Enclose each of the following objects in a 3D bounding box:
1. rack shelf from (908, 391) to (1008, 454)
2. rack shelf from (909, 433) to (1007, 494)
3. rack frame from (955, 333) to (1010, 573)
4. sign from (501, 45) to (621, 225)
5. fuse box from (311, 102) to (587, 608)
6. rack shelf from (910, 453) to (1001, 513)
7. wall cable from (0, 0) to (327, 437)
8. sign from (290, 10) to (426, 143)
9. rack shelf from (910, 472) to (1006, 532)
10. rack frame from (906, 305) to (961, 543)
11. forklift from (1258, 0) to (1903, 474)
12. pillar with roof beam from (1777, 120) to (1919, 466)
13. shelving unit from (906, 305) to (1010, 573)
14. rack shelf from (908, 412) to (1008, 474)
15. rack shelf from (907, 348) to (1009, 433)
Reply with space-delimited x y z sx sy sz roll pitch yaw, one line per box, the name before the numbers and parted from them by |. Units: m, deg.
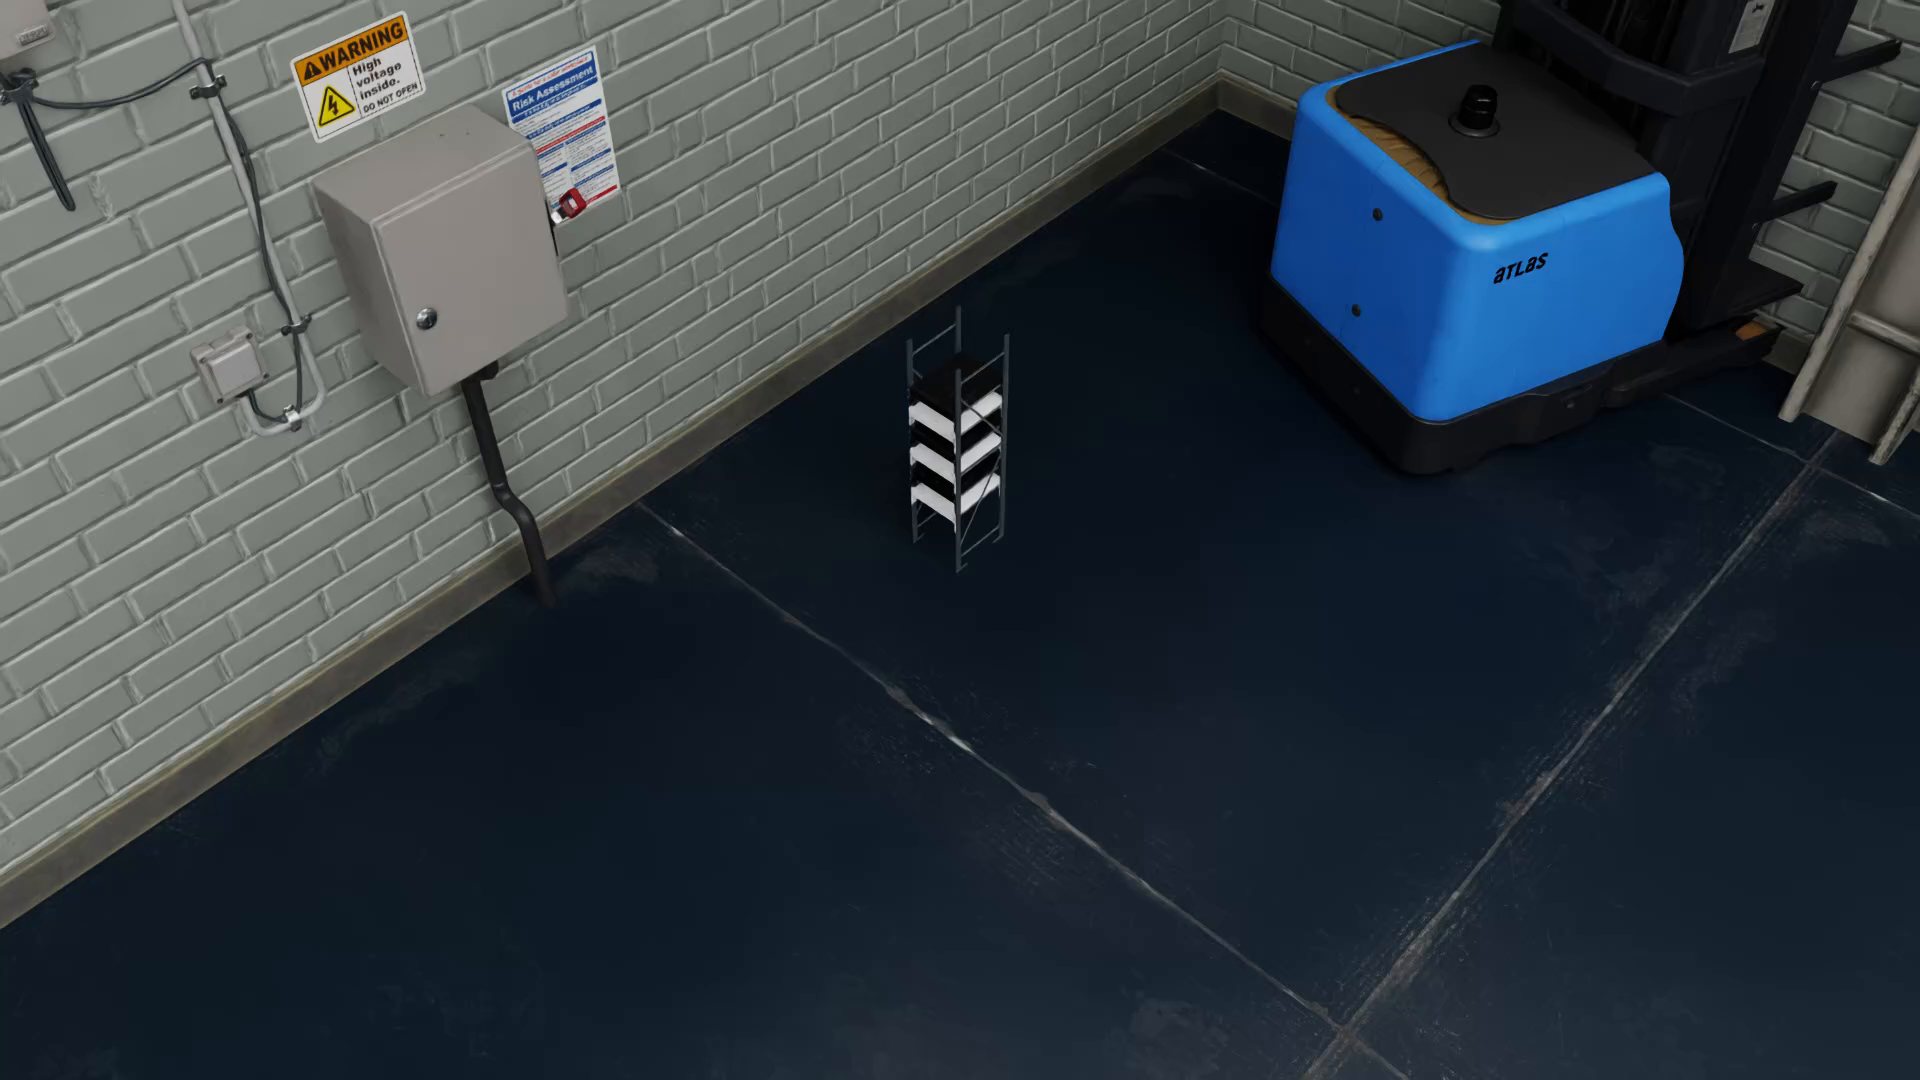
rack shelf | -0.006 -0.412 5.319 0.200 0.077 0.258 34 55 28
rack shelf | -0.006 -0.289 5.450 0.200 0.077 0.258 34 55 28
rack frame | 0.069 -0.262 5.379 0.006 0.900 0.240 34 55 28
sign | -1.154 -1.158 4.845 0.001 0.494 0.329 34 55 28
fuse box | -1.336 -0.382 4.935 0.414 1.711 0.539 34 55 28
rack shelf | -0.006 -0.228 5.516 0.200 0.077 0.258 34 55 28
wall cable | -1.915 -0.883 3.825 0.122 1.984 0.588 34 55 28
sign | -1.526 -1.179 4.233 0.001 0.242 0.339 34 55 28
rack shelf | -0.006 -0.166 5.581 0.200 0.077 0.258 34 55 28
rack frame | -0.081 -0.362 5.473 0.006 0.900 0.240 34 55 28
forklift | 2.708 -1.995 5.613 3.031 2.935 1.130 -20 50 -18
pillar with roof beam | 0.365 -1.219 0.722 0.400 9.000 9.100 34 55 28
shelving unit | -0.006 -0.312 5.426 0.210 0.900 0.258 34 55 28
rack shelf | -0.006 -0.351 5.384 0.200 0.077 0.258 34 55 28
rack shelf | -0.006 -0.474 5.253 0.200 0.077 0.258 34 55 28
